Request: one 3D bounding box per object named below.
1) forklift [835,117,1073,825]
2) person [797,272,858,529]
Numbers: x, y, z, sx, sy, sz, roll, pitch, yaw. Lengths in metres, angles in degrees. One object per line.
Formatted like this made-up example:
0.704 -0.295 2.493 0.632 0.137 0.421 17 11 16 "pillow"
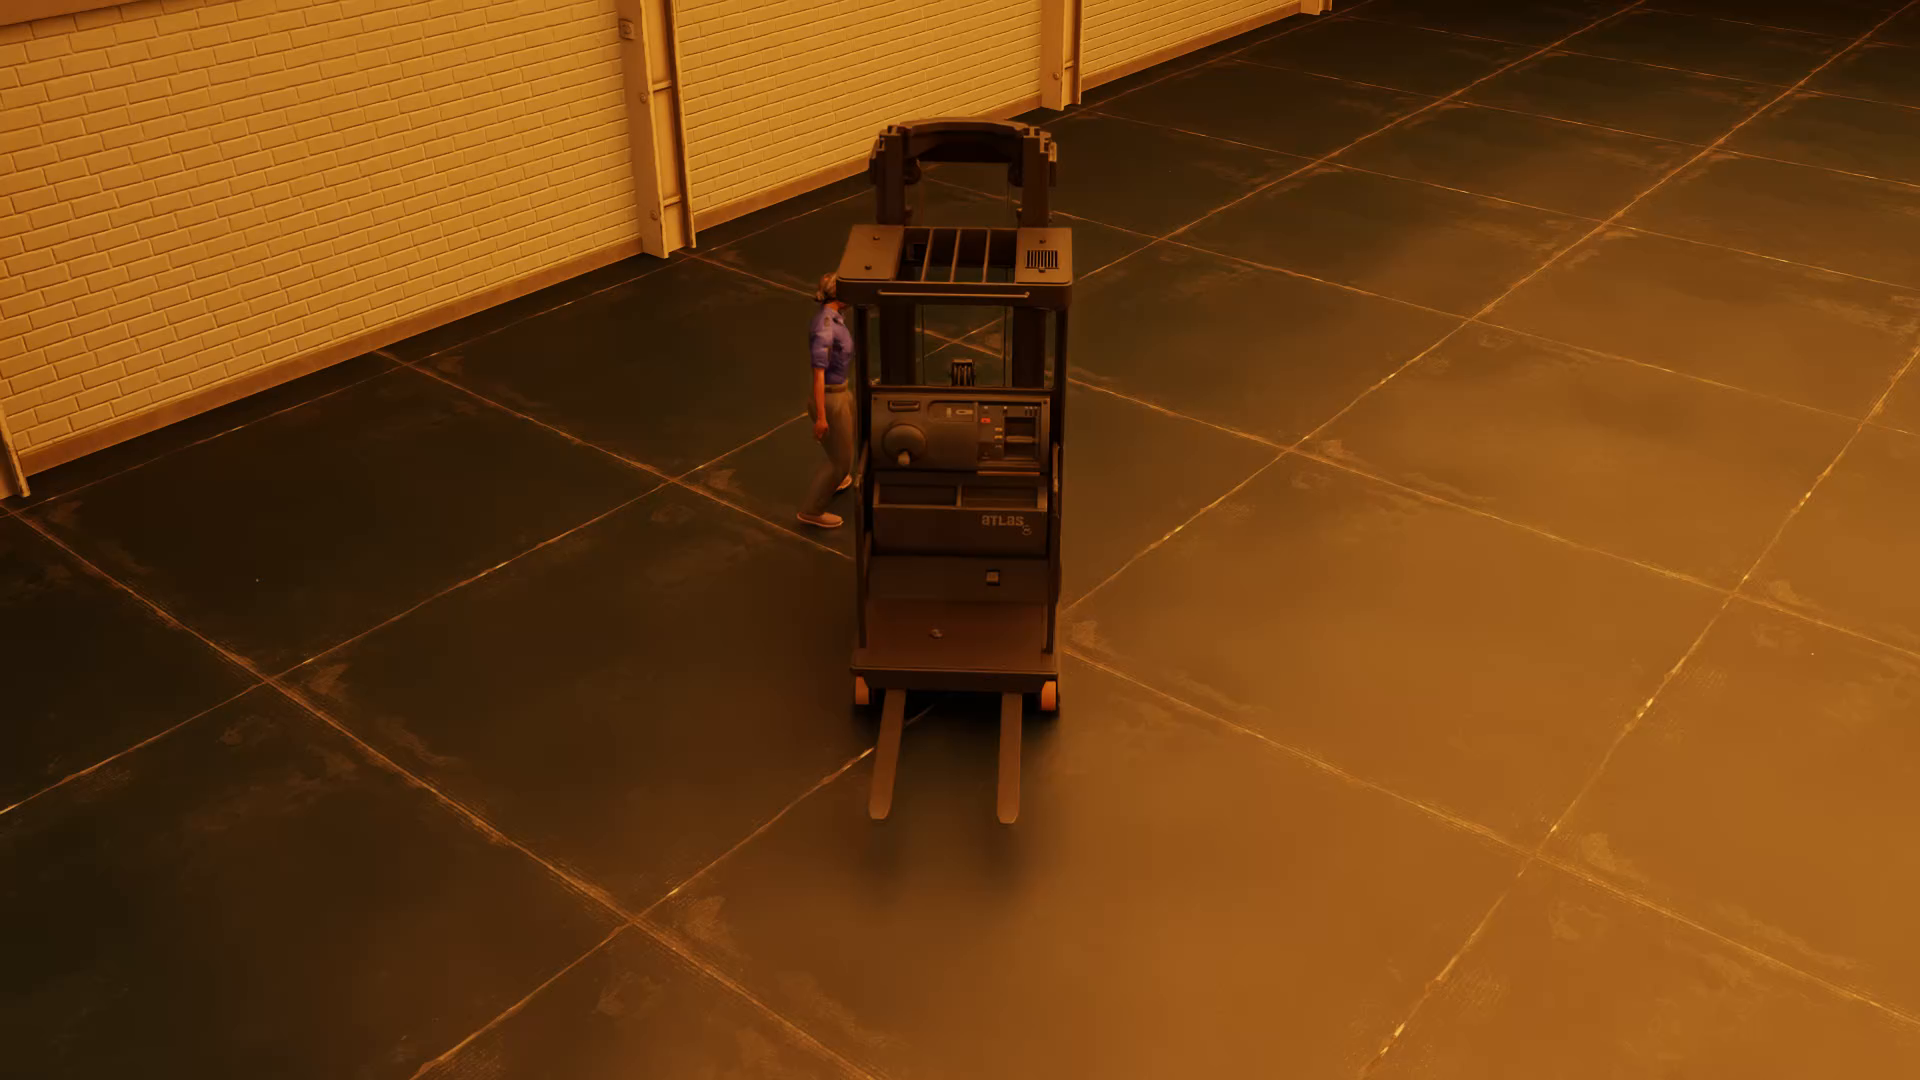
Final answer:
-0.007 -0.515 8.476 1.130 2.935 3.031 1 30 3 "forklift"
-0.837 -0.874 10.373 0.414 1.627 0.811 -1 30 -1 "person"
